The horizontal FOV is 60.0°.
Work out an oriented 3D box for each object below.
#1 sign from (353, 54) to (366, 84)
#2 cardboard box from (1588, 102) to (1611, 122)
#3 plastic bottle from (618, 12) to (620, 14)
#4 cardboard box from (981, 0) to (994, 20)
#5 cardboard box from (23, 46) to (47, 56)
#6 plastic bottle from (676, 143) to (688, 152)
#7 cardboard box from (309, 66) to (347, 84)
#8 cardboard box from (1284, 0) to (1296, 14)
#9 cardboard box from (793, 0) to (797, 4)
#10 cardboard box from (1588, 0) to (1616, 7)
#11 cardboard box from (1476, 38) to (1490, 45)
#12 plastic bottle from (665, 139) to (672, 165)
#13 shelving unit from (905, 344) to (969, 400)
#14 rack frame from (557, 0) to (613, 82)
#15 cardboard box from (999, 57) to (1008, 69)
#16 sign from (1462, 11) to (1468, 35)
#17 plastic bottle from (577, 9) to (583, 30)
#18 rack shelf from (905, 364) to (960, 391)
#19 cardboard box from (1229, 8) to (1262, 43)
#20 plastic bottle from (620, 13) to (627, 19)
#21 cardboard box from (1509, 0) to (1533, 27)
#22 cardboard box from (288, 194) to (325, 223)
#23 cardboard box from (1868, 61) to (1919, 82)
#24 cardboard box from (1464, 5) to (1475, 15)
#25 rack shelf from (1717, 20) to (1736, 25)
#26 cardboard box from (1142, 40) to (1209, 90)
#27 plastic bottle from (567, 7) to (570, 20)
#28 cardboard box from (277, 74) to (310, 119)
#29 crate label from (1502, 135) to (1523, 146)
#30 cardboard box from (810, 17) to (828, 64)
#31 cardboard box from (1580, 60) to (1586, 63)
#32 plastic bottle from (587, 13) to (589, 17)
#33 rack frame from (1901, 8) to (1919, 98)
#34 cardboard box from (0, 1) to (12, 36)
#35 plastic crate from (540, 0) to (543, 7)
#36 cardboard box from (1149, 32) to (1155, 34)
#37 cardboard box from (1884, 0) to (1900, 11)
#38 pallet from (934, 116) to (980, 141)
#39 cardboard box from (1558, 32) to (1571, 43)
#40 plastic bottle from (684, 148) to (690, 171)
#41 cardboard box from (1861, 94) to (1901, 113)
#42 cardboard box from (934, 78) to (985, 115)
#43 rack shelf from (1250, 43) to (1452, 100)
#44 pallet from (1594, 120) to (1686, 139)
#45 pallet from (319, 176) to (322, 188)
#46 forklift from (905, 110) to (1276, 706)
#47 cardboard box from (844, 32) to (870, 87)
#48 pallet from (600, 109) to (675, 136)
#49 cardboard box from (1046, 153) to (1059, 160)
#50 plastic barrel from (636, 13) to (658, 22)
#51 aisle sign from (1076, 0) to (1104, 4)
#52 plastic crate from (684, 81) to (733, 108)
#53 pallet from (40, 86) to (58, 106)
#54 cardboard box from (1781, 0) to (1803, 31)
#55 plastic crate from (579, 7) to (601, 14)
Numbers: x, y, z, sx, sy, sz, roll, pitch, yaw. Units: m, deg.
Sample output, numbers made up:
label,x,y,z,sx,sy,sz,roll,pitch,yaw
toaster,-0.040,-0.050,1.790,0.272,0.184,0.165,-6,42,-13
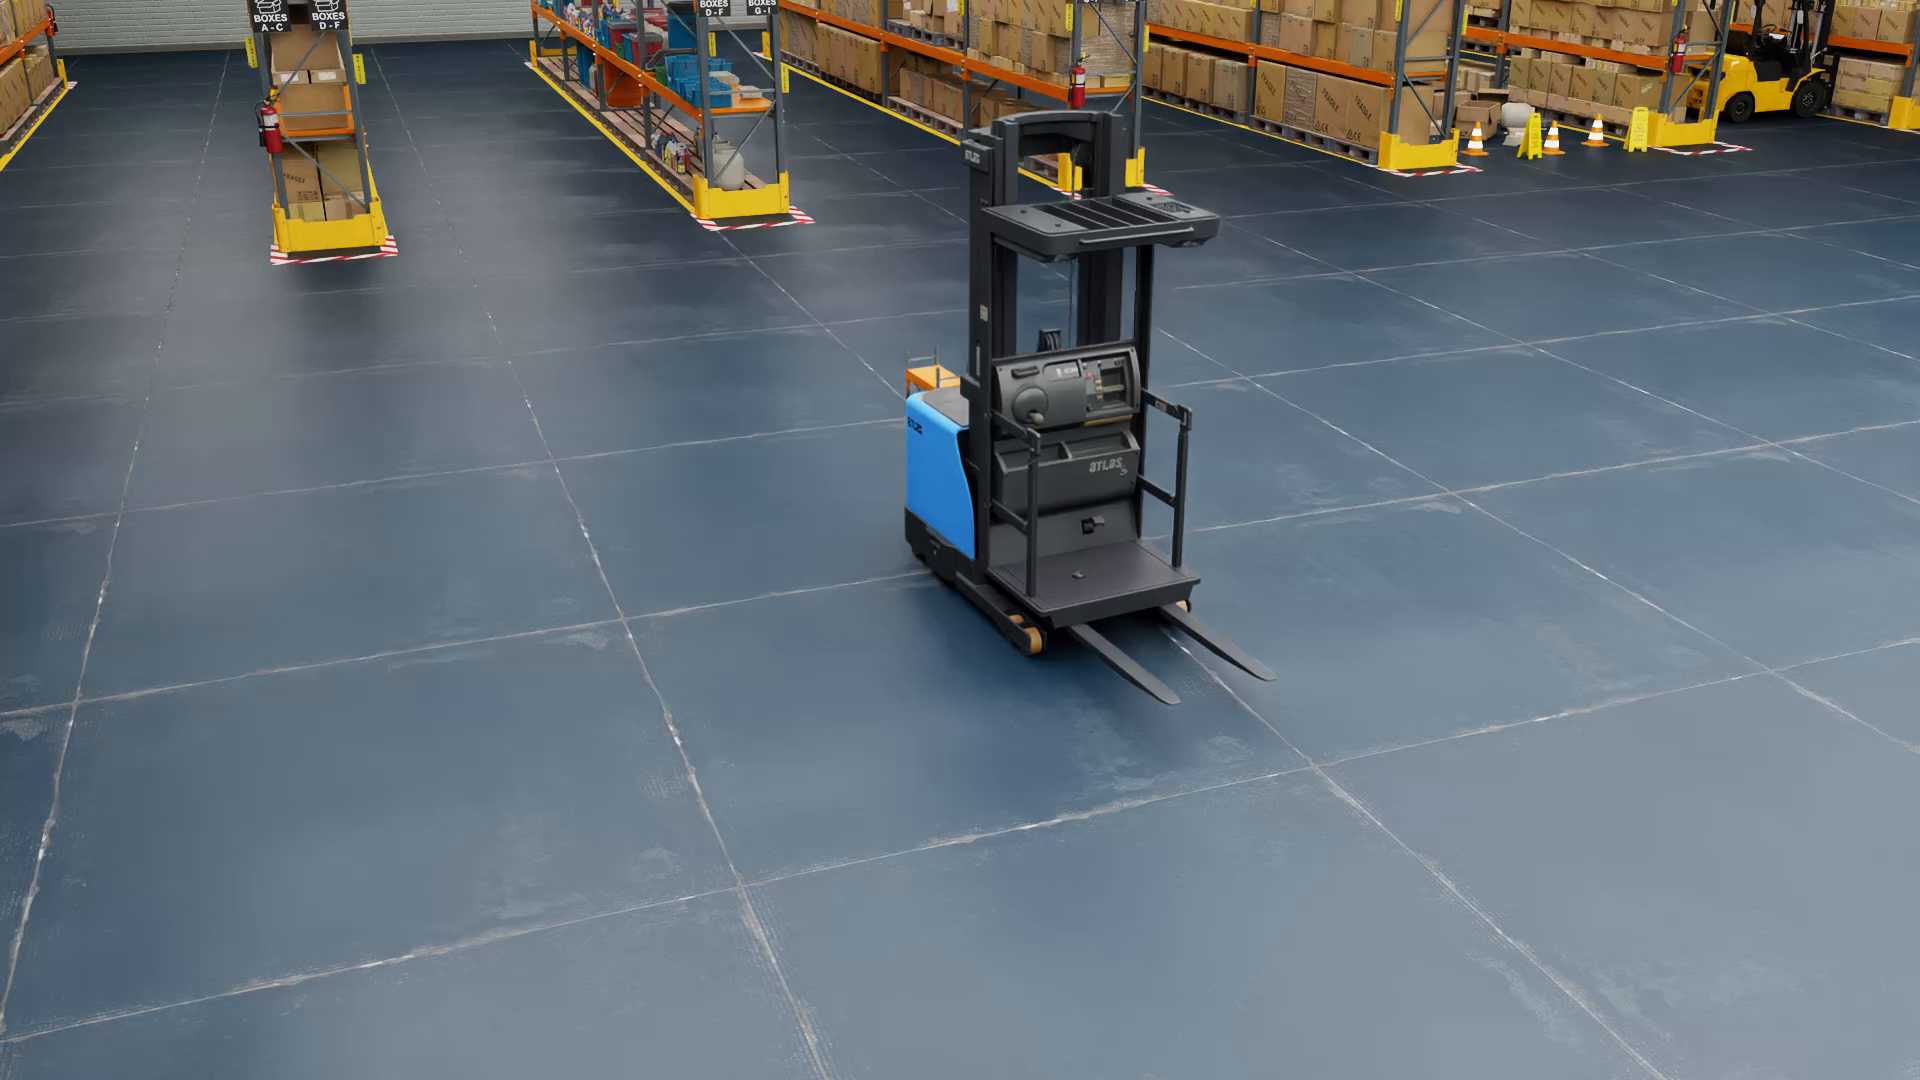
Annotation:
label,x,y,z,sx,sy,sz,roll,pitch,yaw
sign,-6.800,-5.333,18.824,0.100,0.325,0.005,-8,24,-19
cardboard box,10.505,-6.913,26.790,0.500,0.250,0.500,-8,24,-19
plastic bottle,-5.991,-9.159,29.285,0.097,0.271,0.097,0,23,0
cardboard box,0.633,-7.899,24.329,0.500,0.500,0.500,-8,24,-19
cardboard box,-16.959,-8.941,30.445,0.380,0.149,0.250,-8,24,-18
plastic bottle,-3.856,-5.359,23.042,0.152,0.276,0.135,-8,24,-19
cardboard box,-7.259,-5.340,19.095,0.380,0.149,0.250,-9,24,-19
cardboard box,5.611,-8.522,26.025,0.875,0.550,0.550,-8,24,-19
cardboard box,-3.161,-10.958,33.711,0.380,0.149,0.250,-9,24,-20
cardboard box,10.385,-8.696,26.222,0.700,0.500,0.500,-9,24,-20
cardboard box,11.779,-11.226,36.701,0.500,0.500,0.500,-9,24,-20
plastic bottle,-3.986,-5.364,22.958,0.144,0.351,0.185,-9,24,-19
shelving unit,-0.151,-0.674,11.304,0.258,1.200,0.503,-11,25,-24
rack frame,-6.926,-9.862,30.786,1.000,3.000,0.127,-8,24,-19
cardboard box,0.793,-6.949,24.197,0.380,0.149,0.250,-8,24,-19
sign,7.144,-7.334,23.573,0.100,0.325,0.005,-8,24,-19
plastic bottle,-6.588,-9.069,28.967,0.144,0.351,0.185,-8,24,-19
rack shelf,-0.151,-1.036,11.151,0.258,0.148,0.480,-11,25,-24
cardboard box,4.775,-8.477,27.372,0.500,0.500,0.500,-8,24,-19
plastic bottle,-5.853,-9.057,29.035,0.152,0.276,0.135,-8,24,-19
cardboard box,9.700,-8.979,28.180,0.500,0.500,0.500,-8,24,-19
cardboard box,-7.788,-3.904,19.650,0.500,0.250,0.500,-8,24,-19
cardboard box,15.406,-7.735,27.452,0.500,0.250,0.500,-8,24,-17
cardboard box,9.164,-9.408,29.492,0.380,0.149,0.250,-9,24,-20
rack shelf,13.741,-10.072,32.210,1.077,0.370,4.000,-8,24,-19
cardboard box,3.928,-8.655,30.278,1.050,0.750,0.750,-9,24,-20
plastic bottle,-7.056,-9.487,30.063,0.097,0.271,0.097,0,23,0
cardboard box,-7.665,-5.231,19.670,0.700,0.500,0.500,-8,24,-18
crate label,8.605,-6.202,25.789,0.298,0.136,0.250,18,29,36
cardboard box,-2.450,-10.007,33.324,0.875,0.875,0.875,-8,24,-19
cardboard box,10.628,-7.718,27.734,0.500,0.500,0.500,-7,24,-16
plastic bottle,-6.491,-9.064,29.060,0.097,0.271,0.097,0,23,0
rack frame,15.860,-8.223,26.898,1.000,3.000,0.127,-8,24,-19
cardboard box,-15.606,-8.378,26.727,0.500,0.500,0.500,-8,24,-19
plastic crate,-8.094,-10.652,32.800,0.416,0.233,0.300,-8,24,-19
cardboard box,3.601,-9.587,31.846,0.500,0.250,0.500,-9,24,-20
cardboard box,15.358,-8.745,27.171,0.380,0.149,0.250,-8,24,-18
pallet,0.258,-6.632,26.714,1.003,0.211,1.213,-8,24,-19
cardboard box,10.059,-8.254,27.294,0.380,0.149,0.250,-8,24,-19
plastic bottle,-3.709,-5.170,22.585,0.061,0.283,0.133,-8,24,-19
cardboard box,15.399,-7.277,27.653,0.500,0.250,0.500,-8,24,-19
cardboard box,-0.012,-7.291,27.337,0.700,0.500,0.500,-11,25,-24
rack shelf,5.916,-7.220,25.445,1.077,0.370,4.000,-8,24,-19
pallet,10.937,-6.583,26.598,1.003,0.211,1.213,-8,24,-19
pallet,-8.493,-4.697,22.122,1.003,0.211,1.213,-8,24,-19
forklift,0.734,-0.873,9.547,1.130,2.935,3.031,-11,25,-24
cardboard box,-1.411,-8.881,30.654,1.225,0.875,0.875,-8,24,-19
pallet,-5.275,-6.837,27.199,1.003,0.211,1.213,-8,24,-19
cardboard box,1.499,-5.664,23.505,0.500,0.500,0.500,-2,23,-5
plastic barrel,-4.949,-8.115,26.498,0.421,0.512,0.421,0,23,0
aisle sign,1.688,-7.315,21.397,0.394,0.787,0.004,-8,24,-19
plastic crate,-3.143,-5.574,20.804,0.499,0.251,0.616,-8,24,-19
pallet,-16.824,-7.948,29.837,1.003,0.211,1.213,-8,24,-19
cardboard box,14.739,-9.155,28.980,0.500,0.500,0.500,-9,24,-20
plastic crate,-6.956,-9.957,31.273,0.396,0.136,0.243,-8,24,-19
